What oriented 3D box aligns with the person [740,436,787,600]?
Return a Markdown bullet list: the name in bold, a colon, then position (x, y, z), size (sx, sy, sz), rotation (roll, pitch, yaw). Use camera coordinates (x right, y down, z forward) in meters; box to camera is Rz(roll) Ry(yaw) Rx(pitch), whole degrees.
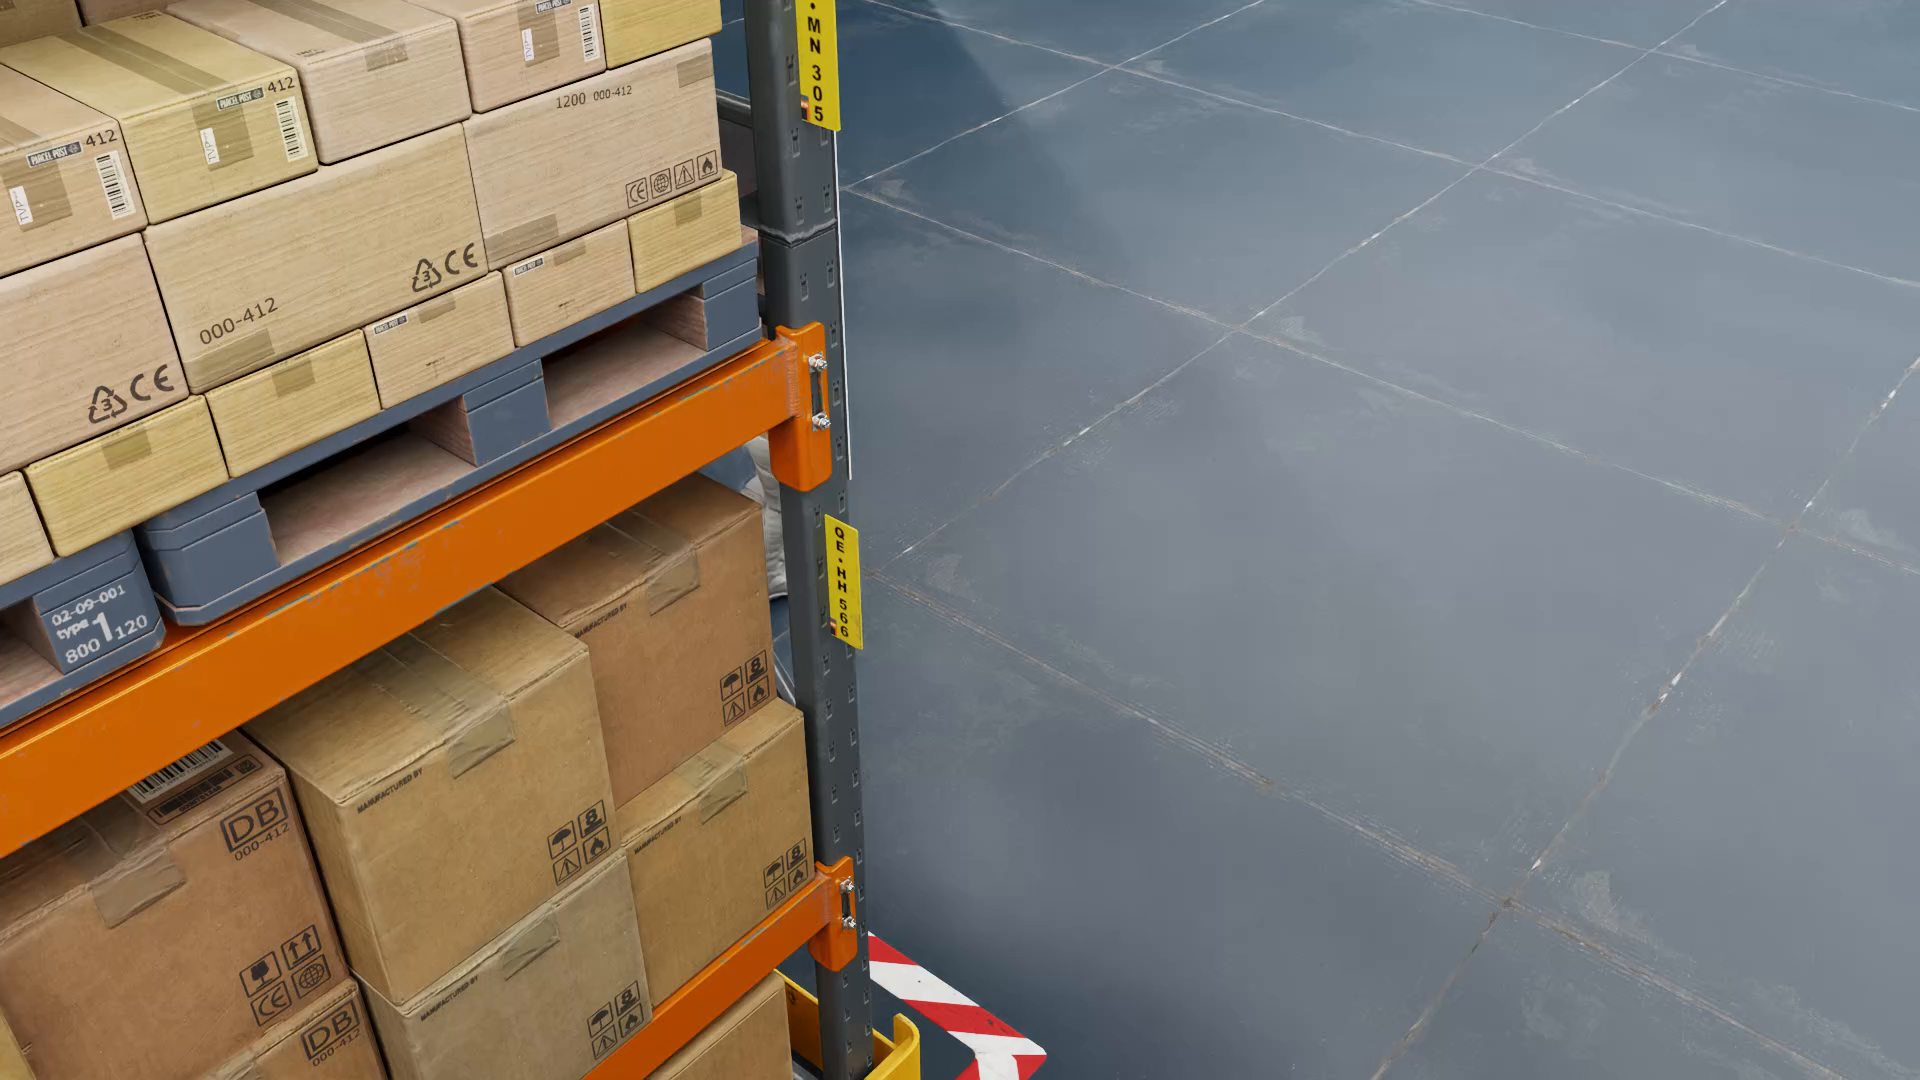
- **person**: position (-0.778, -0.478, 6.810), size (0.555, 1.654, 0.570), rotation (-18, 39, -24)
